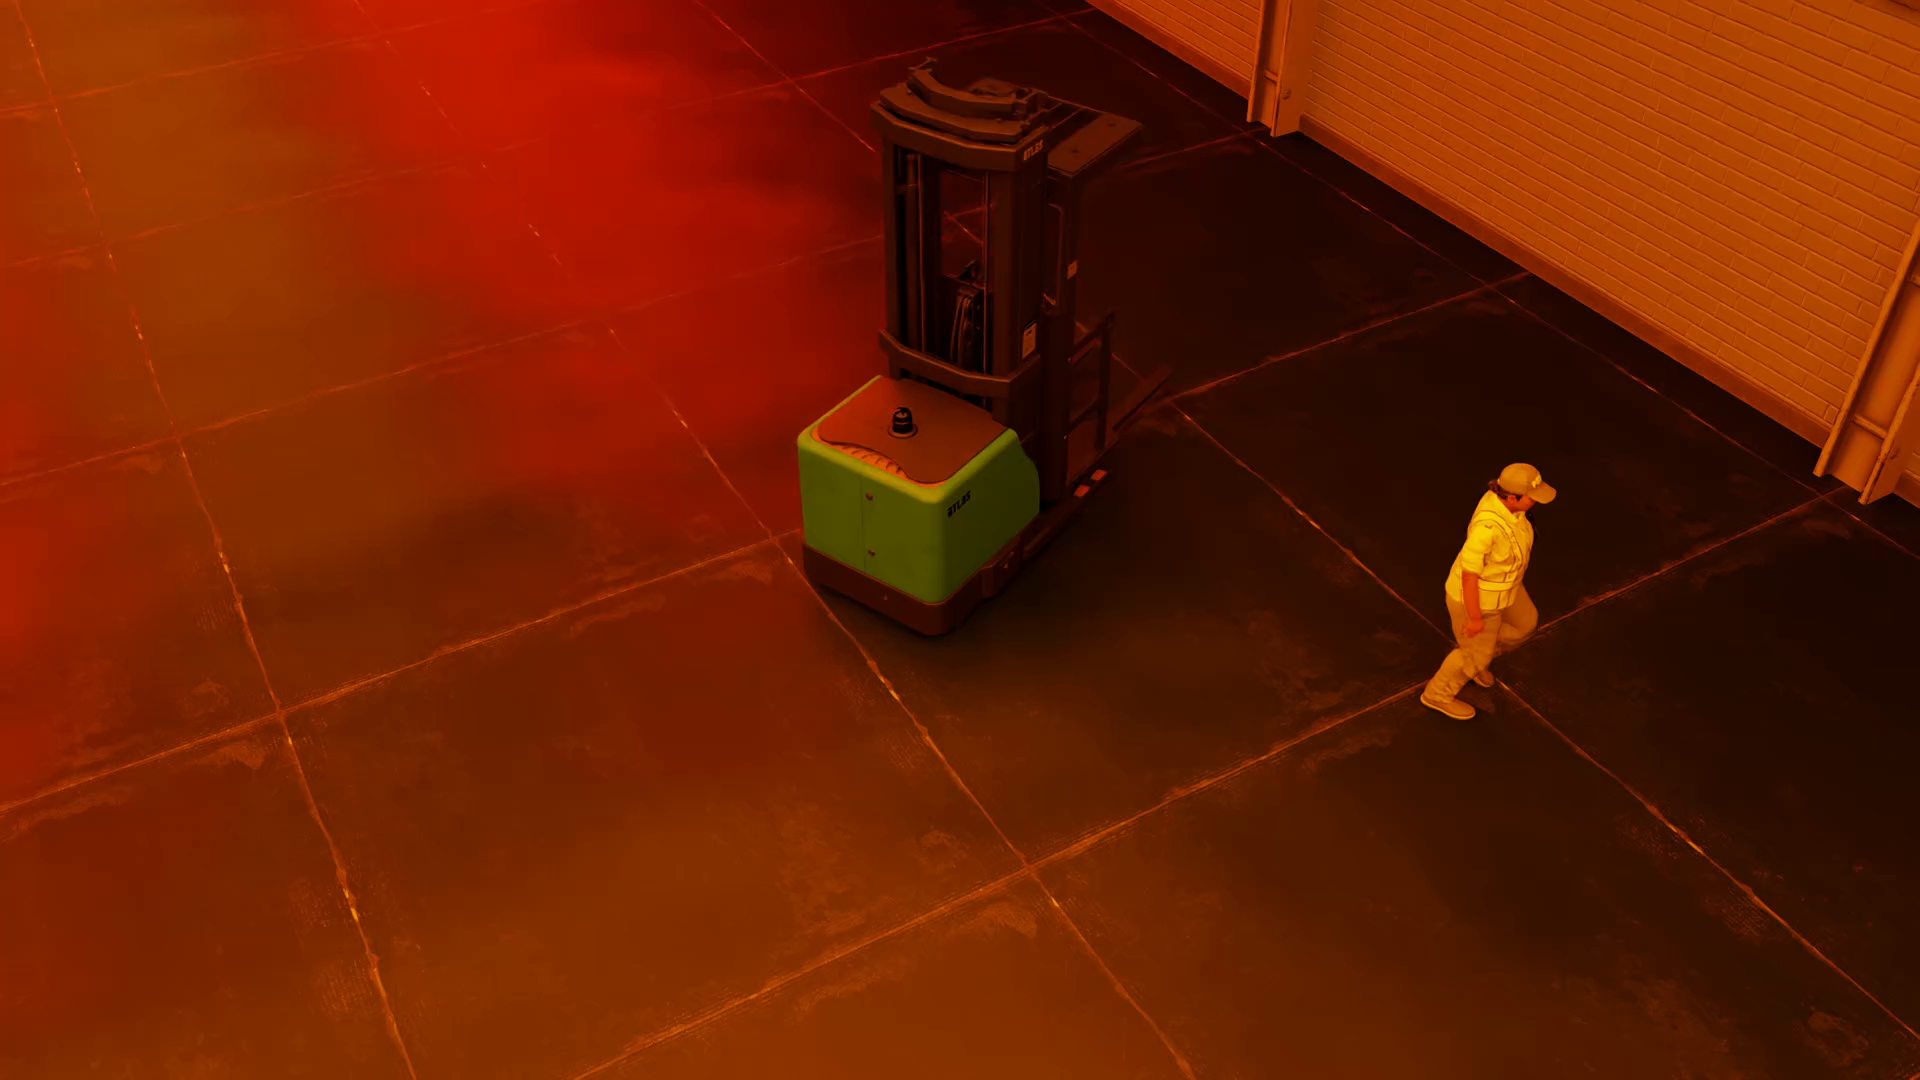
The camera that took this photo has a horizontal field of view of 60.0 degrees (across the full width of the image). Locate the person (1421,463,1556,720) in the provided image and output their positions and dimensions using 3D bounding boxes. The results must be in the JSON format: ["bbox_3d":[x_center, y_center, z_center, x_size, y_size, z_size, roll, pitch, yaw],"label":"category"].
[{"bbox_3d":[2.803,0.280,8.728,0.491,1.670,0.585,18,43,21],"label":"person"}]

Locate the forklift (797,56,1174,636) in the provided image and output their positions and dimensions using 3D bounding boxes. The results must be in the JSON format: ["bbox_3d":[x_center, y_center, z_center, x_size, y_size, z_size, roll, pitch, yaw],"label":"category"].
[{"bbox_3d":[0.324,-1.477,9.817,1.130,2.935,3.031,24,46,26],"label":"forklift"}]
